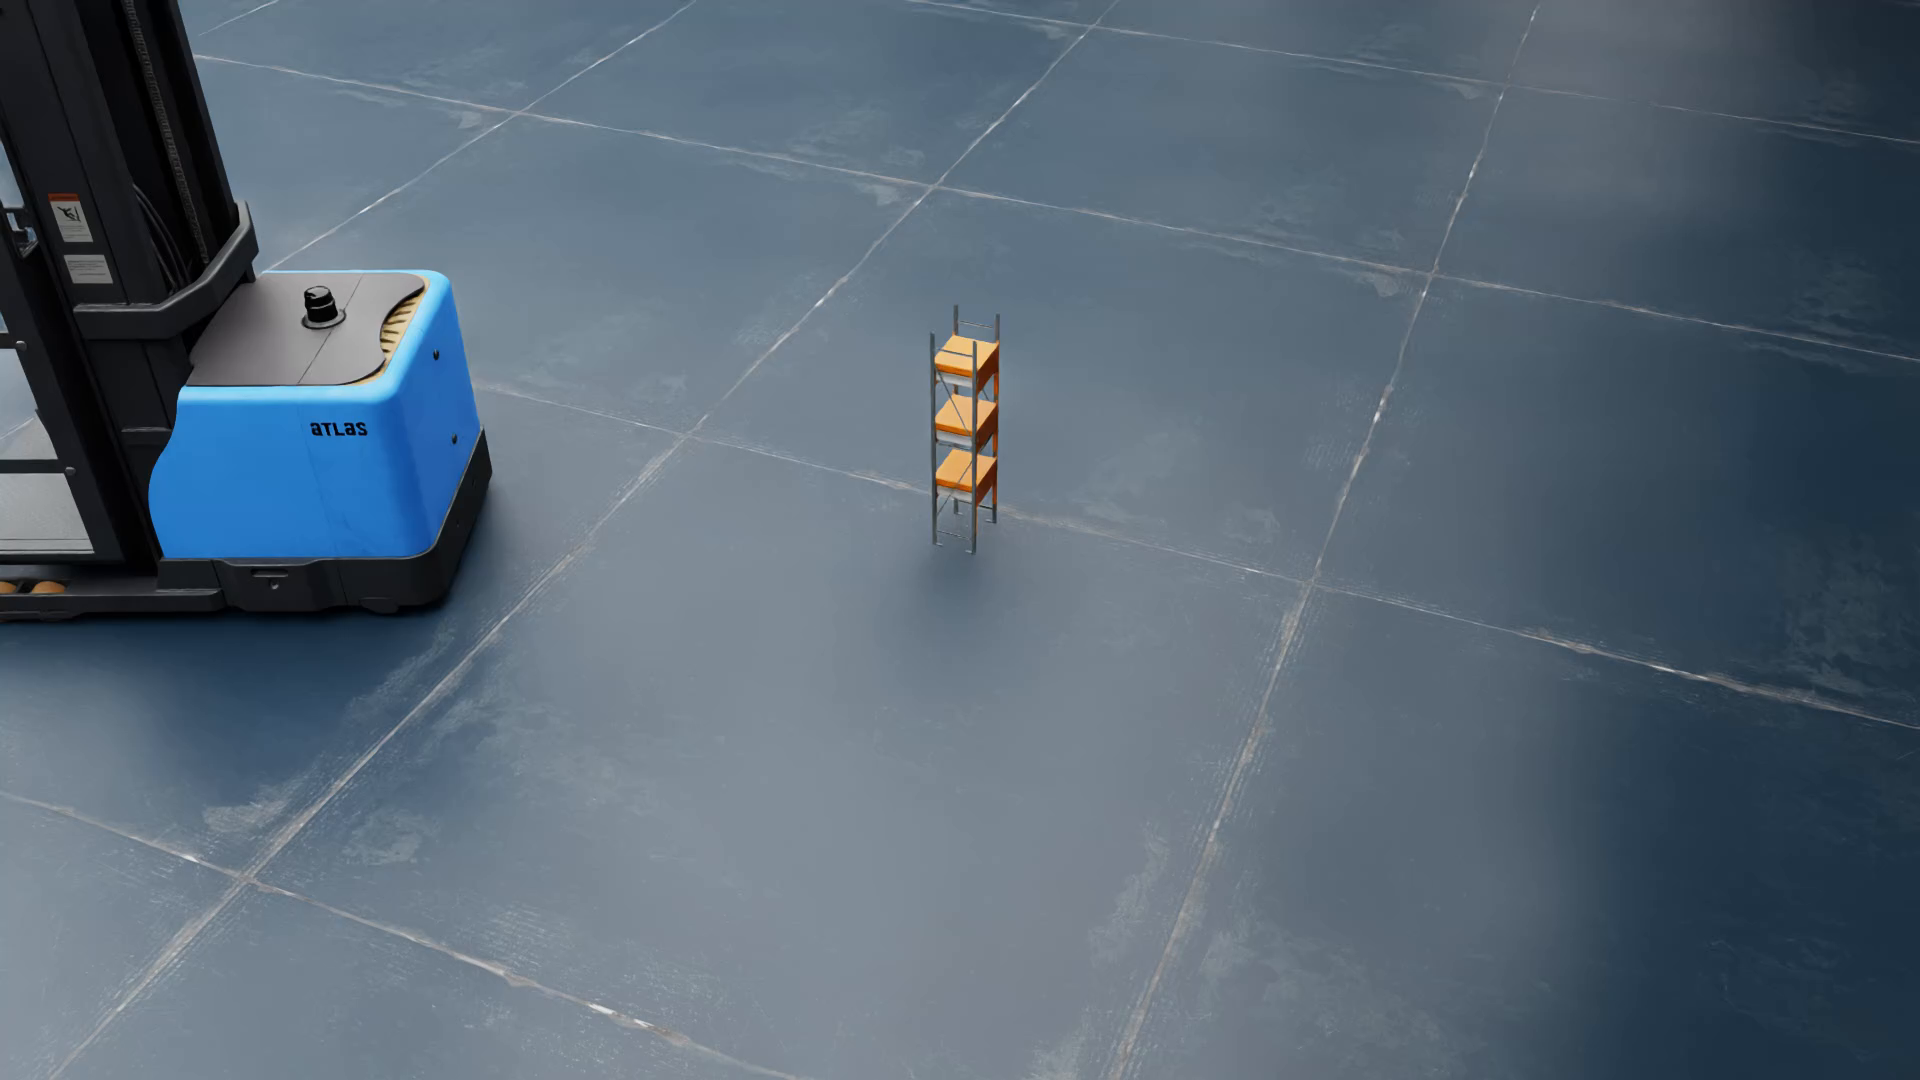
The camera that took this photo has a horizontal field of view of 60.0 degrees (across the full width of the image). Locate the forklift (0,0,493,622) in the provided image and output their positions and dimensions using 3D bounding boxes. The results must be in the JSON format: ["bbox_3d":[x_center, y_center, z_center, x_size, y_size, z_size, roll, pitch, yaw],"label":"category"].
[{"bbox_3d":[-3.630,-1.157,6.350,3.031,2.935,1.130,0,37,0],"label":"forklift"}]

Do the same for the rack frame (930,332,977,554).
[{"bbox_3d":[-0.026,-0.383,6.885,0.200,1.050,0.008,14,39,18],"label":"rack frame"}]

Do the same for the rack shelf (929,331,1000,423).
[{"bbox_3d":[0.020,-0.669,6.812,0.215,0.259,0.240,14,39,18],"label":"rack shelf"}]

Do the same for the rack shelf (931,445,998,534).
[{"bbox_3d":[0.020,-0.219,7.148,0.215,0.259,0.240,14,39,18],"label":"rack shelf"}]

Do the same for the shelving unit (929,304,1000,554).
[{"bbox_3d":[0.020,-0.450,6.975,0.215,1.050,0.252,14,39,18],"label":"shelving unit"}]

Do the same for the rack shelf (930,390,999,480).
[{"bbox_3d":[0.020,-0.442,6.982,0.215,0.259,0.240,14,39,18],"label":"rack shelf"}]

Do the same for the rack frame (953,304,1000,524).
[{"bbox_3d":[0.067,-0.518,7.066,0.200,1.050,0.008,14,39,18],"label":"rack frame"}]
